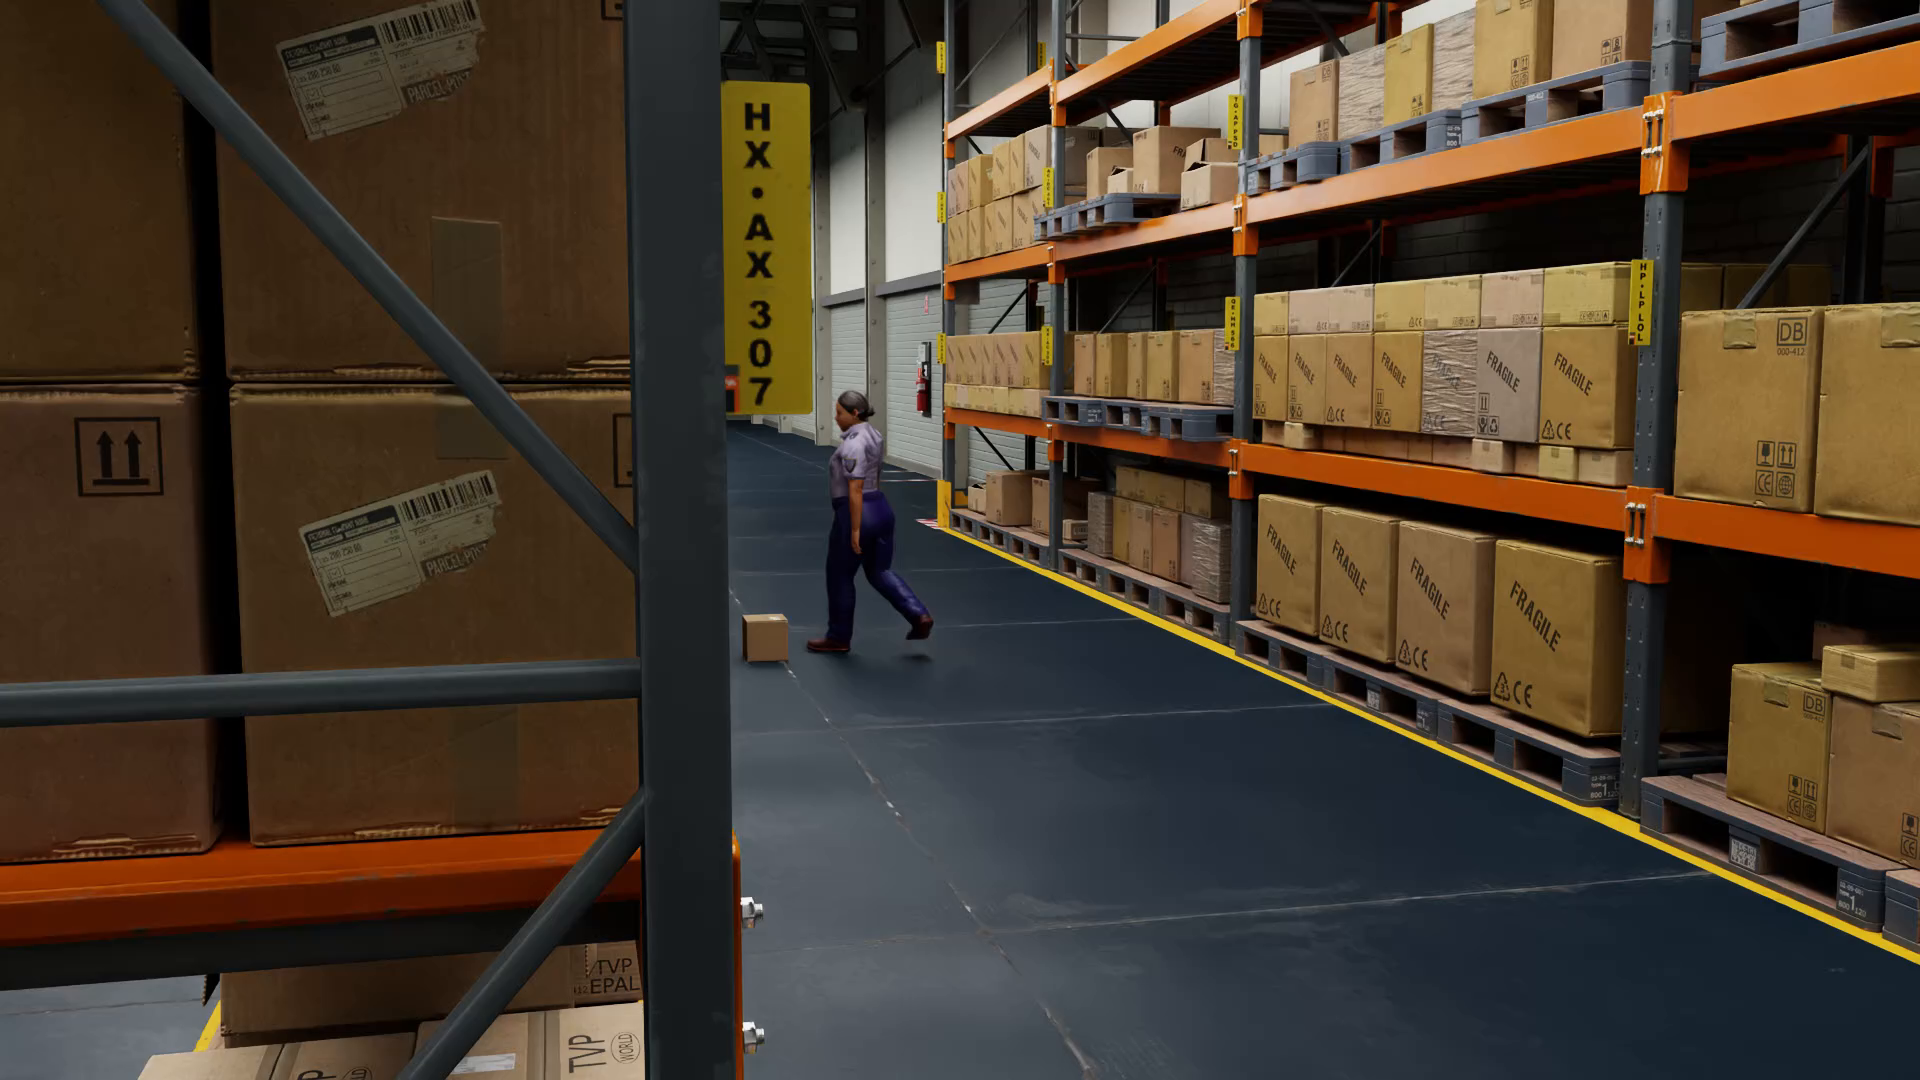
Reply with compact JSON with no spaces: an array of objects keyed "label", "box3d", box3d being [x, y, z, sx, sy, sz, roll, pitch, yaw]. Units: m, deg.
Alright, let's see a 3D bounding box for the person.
[{"label":"person","box3d":[-0.565,-0.108,10.242,0.847,1.626,0.541,3,7,23]}]
